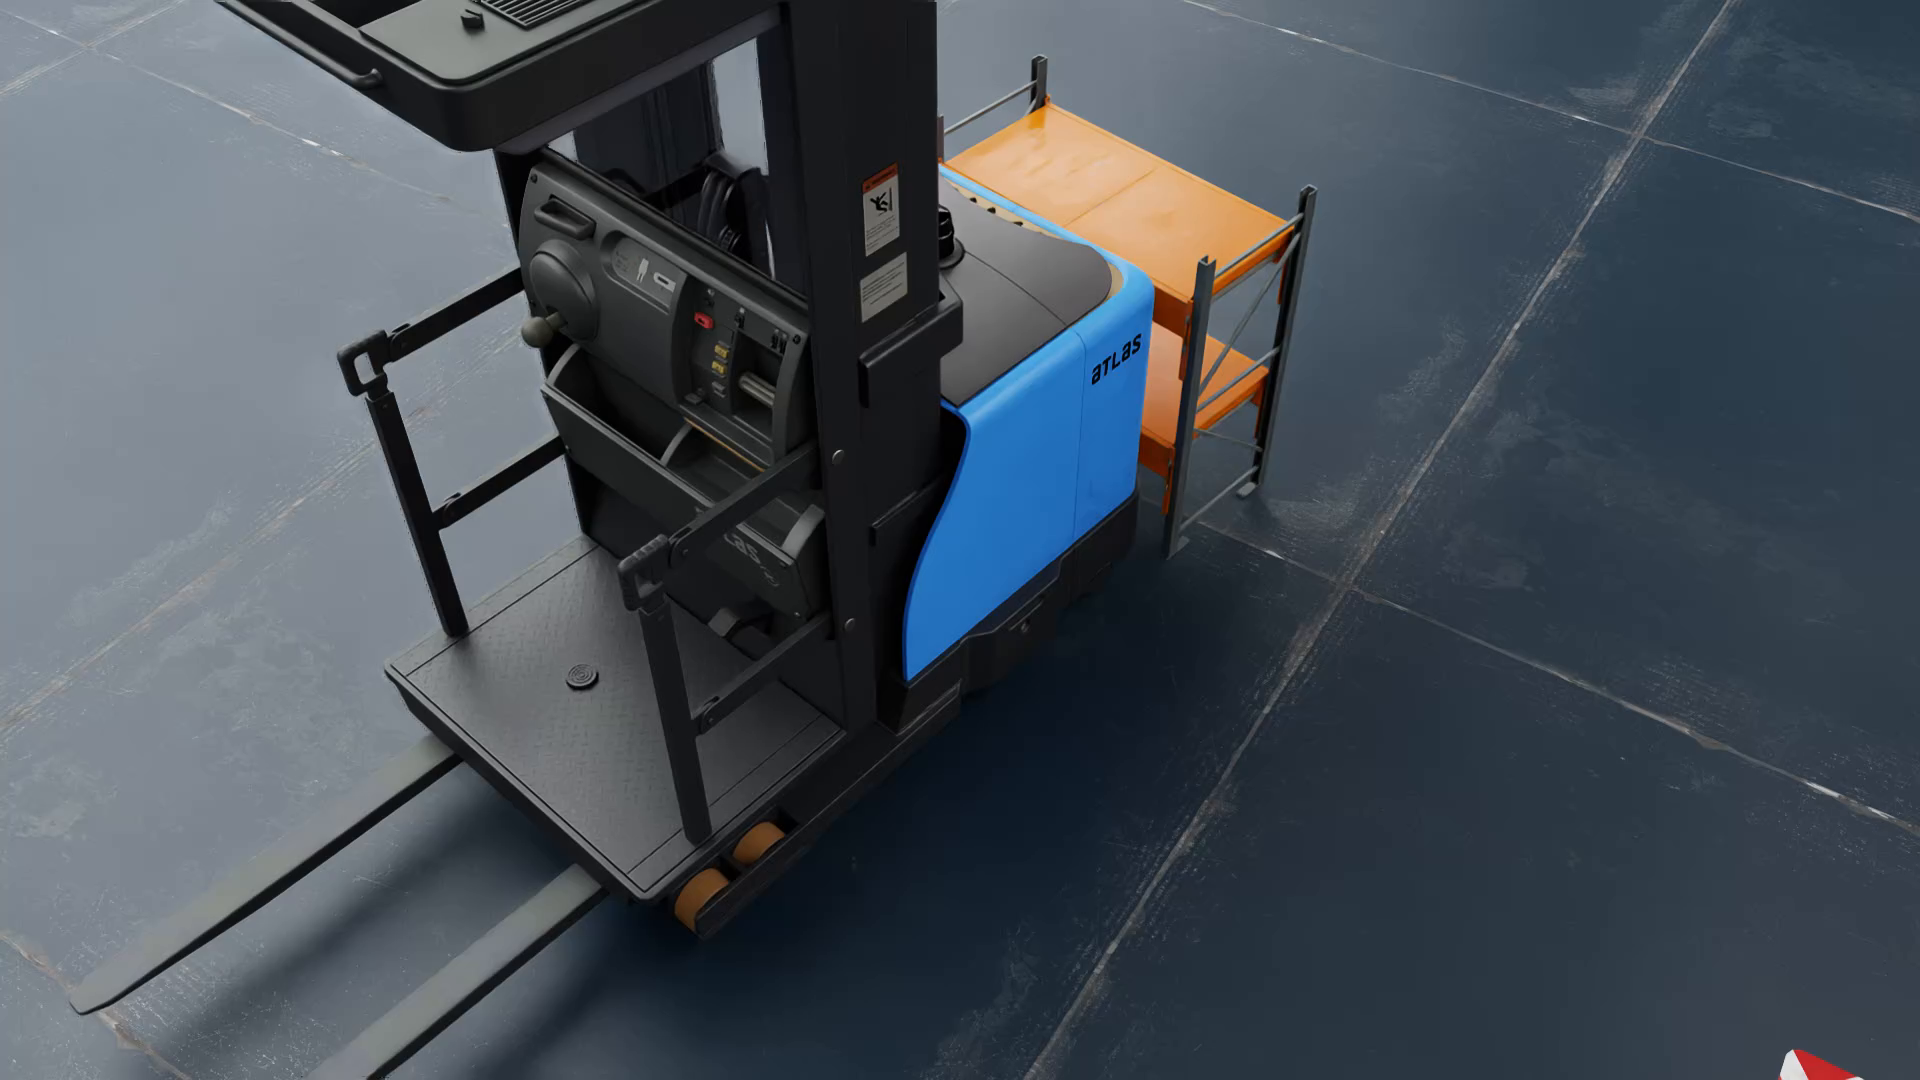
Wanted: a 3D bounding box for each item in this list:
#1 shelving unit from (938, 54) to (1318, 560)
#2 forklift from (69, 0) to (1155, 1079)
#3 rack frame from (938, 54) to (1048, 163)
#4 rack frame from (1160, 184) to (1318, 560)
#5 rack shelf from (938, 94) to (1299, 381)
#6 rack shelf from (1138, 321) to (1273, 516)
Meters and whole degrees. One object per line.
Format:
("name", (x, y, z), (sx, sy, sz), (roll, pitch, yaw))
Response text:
("shelving unit", (0.449, -0.721, 5.166), (1.048, 1.125, 0.538), (35, 55, 29))
("forklift", (-0.824, -0.431, 3.625), (1.130, 2.935, 3.031), (33, 54, 28))
("rack frame", (0.085, -0.976, 5.414), (0.032, 1.125, 0.500), (35, 55, 29))
("rack frame", (0.814, -0.467, 4.919), (0.032, 1.125, 0.500), (35, 55, 29))
("rack shelf", (0.450, -0.925, 4.957), (1.000, 0.278, 0.538), (35, 55, 29))
("rack shelf", (0.449, -0.551, 5.342), (1.000, 0.278, 0.538), (35, 55, 29))
